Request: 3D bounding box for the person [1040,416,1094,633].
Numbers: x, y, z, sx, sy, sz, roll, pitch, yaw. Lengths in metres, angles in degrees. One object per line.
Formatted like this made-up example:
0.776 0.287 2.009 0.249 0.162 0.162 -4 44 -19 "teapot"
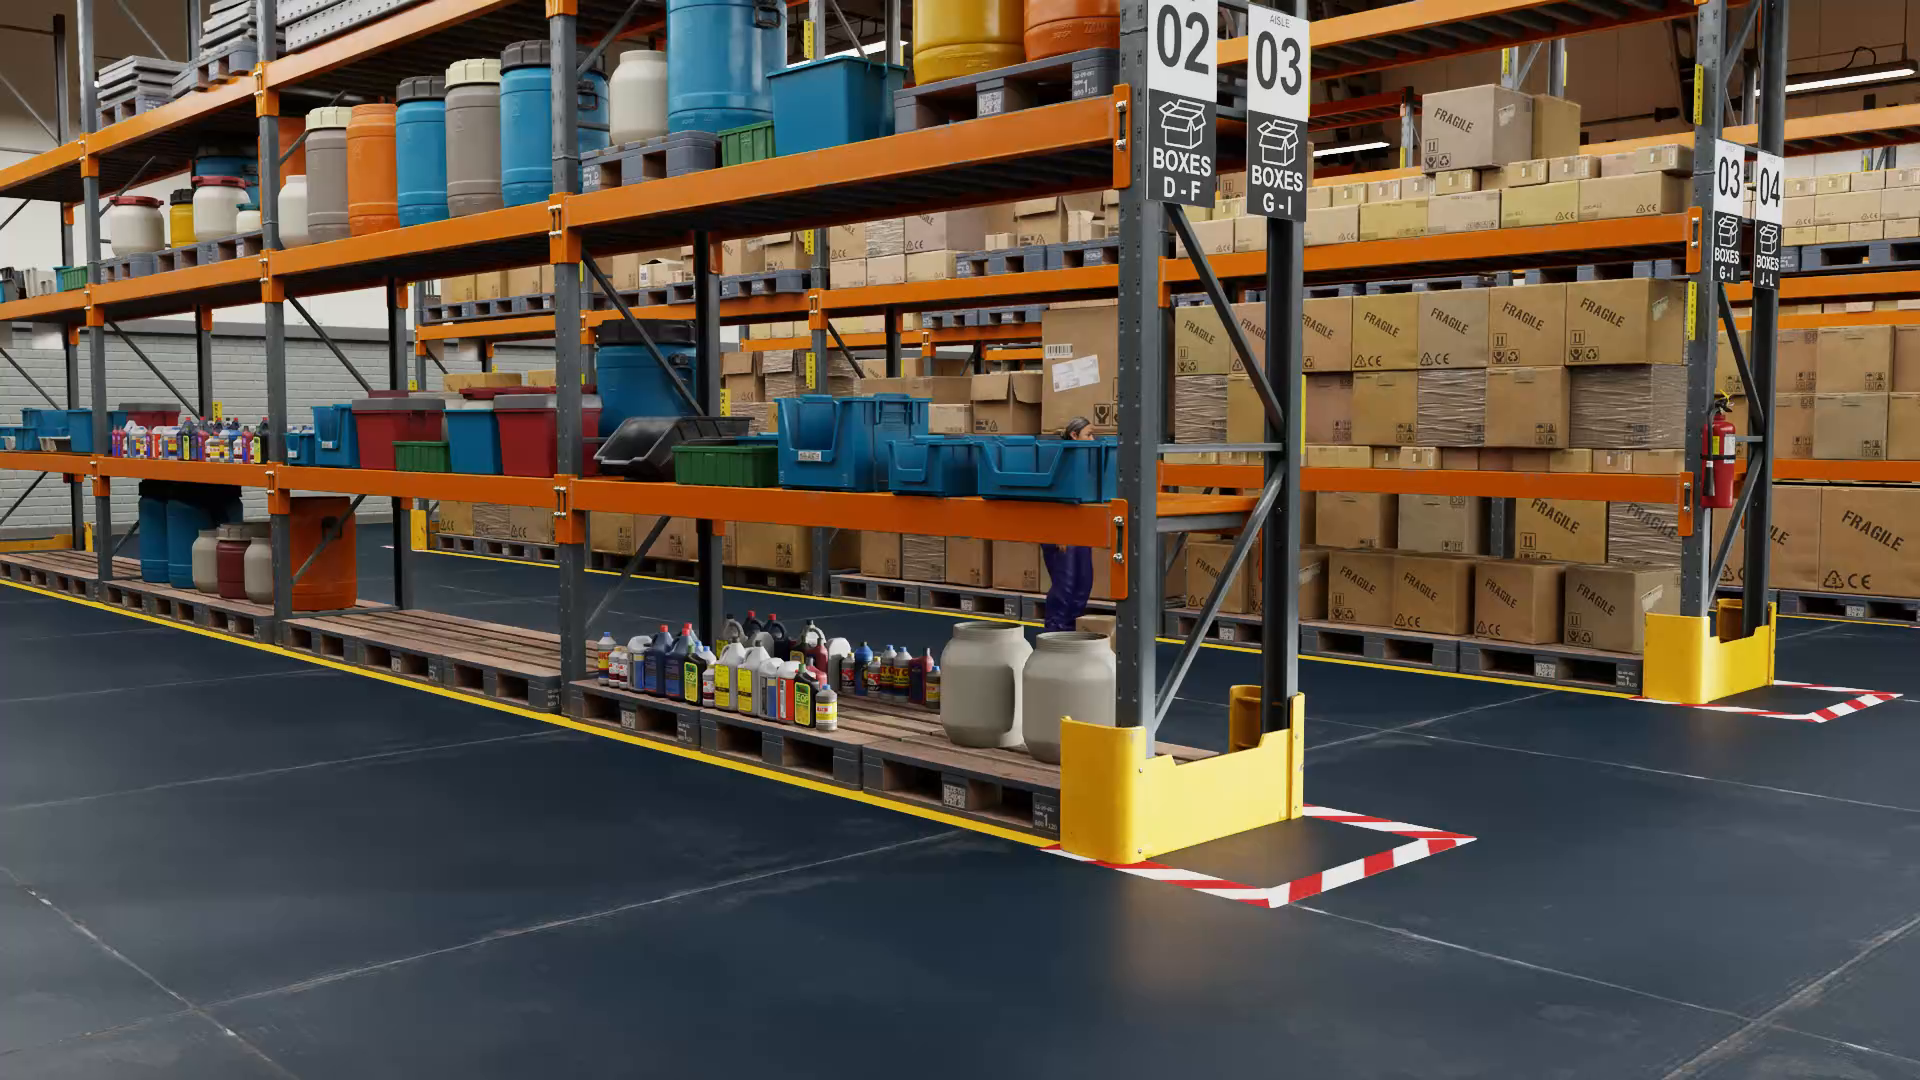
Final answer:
0.760 -0.042 11.692 0.368 1.652 0.566 2 5 27 "person"
